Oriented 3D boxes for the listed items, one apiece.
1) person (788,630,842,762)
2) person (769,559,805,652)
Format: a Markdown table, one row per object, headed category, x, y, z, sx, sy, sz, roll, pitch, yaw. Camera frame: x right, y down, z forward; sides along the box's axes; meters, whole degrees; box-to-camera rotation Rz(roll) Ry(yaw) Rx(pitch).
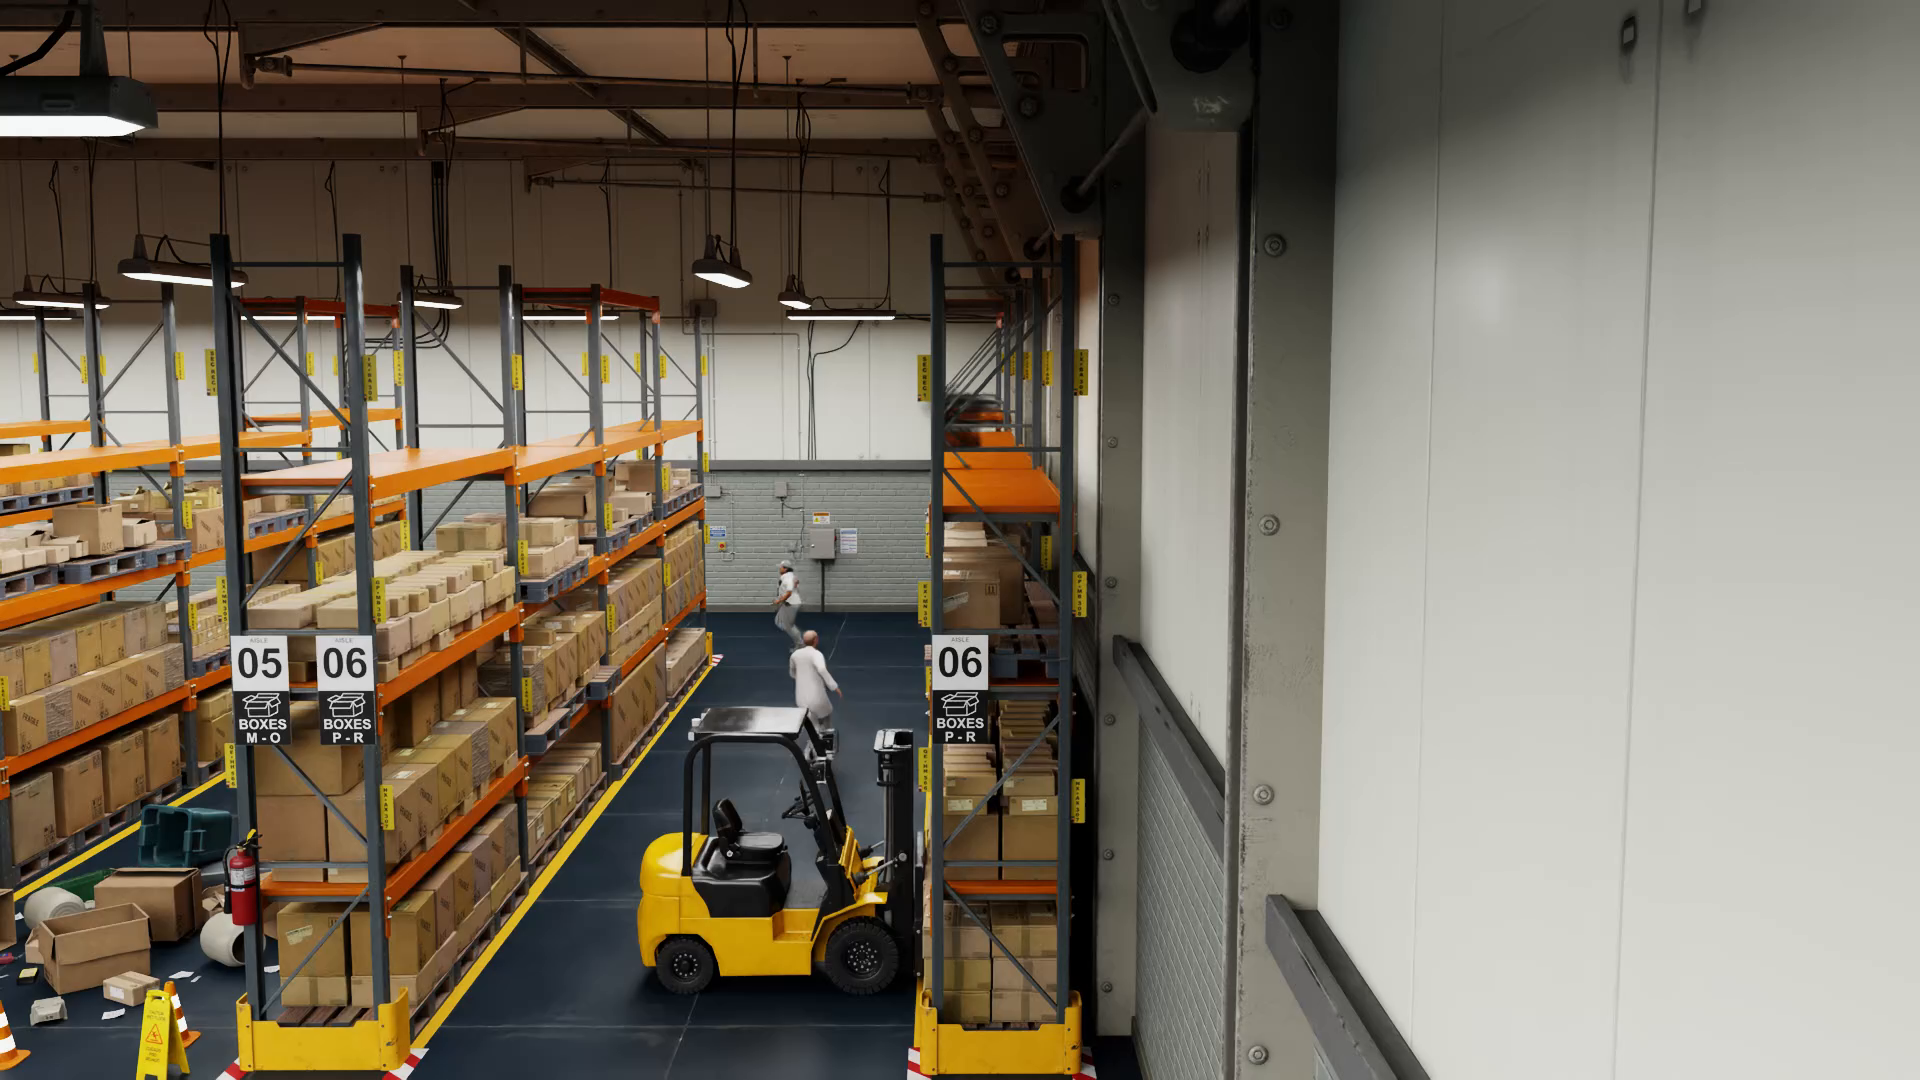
| category | x | y | z | sx | sy | sz | roll | pitch | yaw |
| --- | --- | --- | --- | --- | --- | --- | --- | --- | --- |
| person | -1.885 | 2.071 | 21.116 | 0.807 | 1.625 | 0.706 | 3 | 7 | 22 |
| person | -3.017 | 1.138 | 29.138 | 0.641 | 1.623 | 0.691 | 0 | 6 | 2 |
